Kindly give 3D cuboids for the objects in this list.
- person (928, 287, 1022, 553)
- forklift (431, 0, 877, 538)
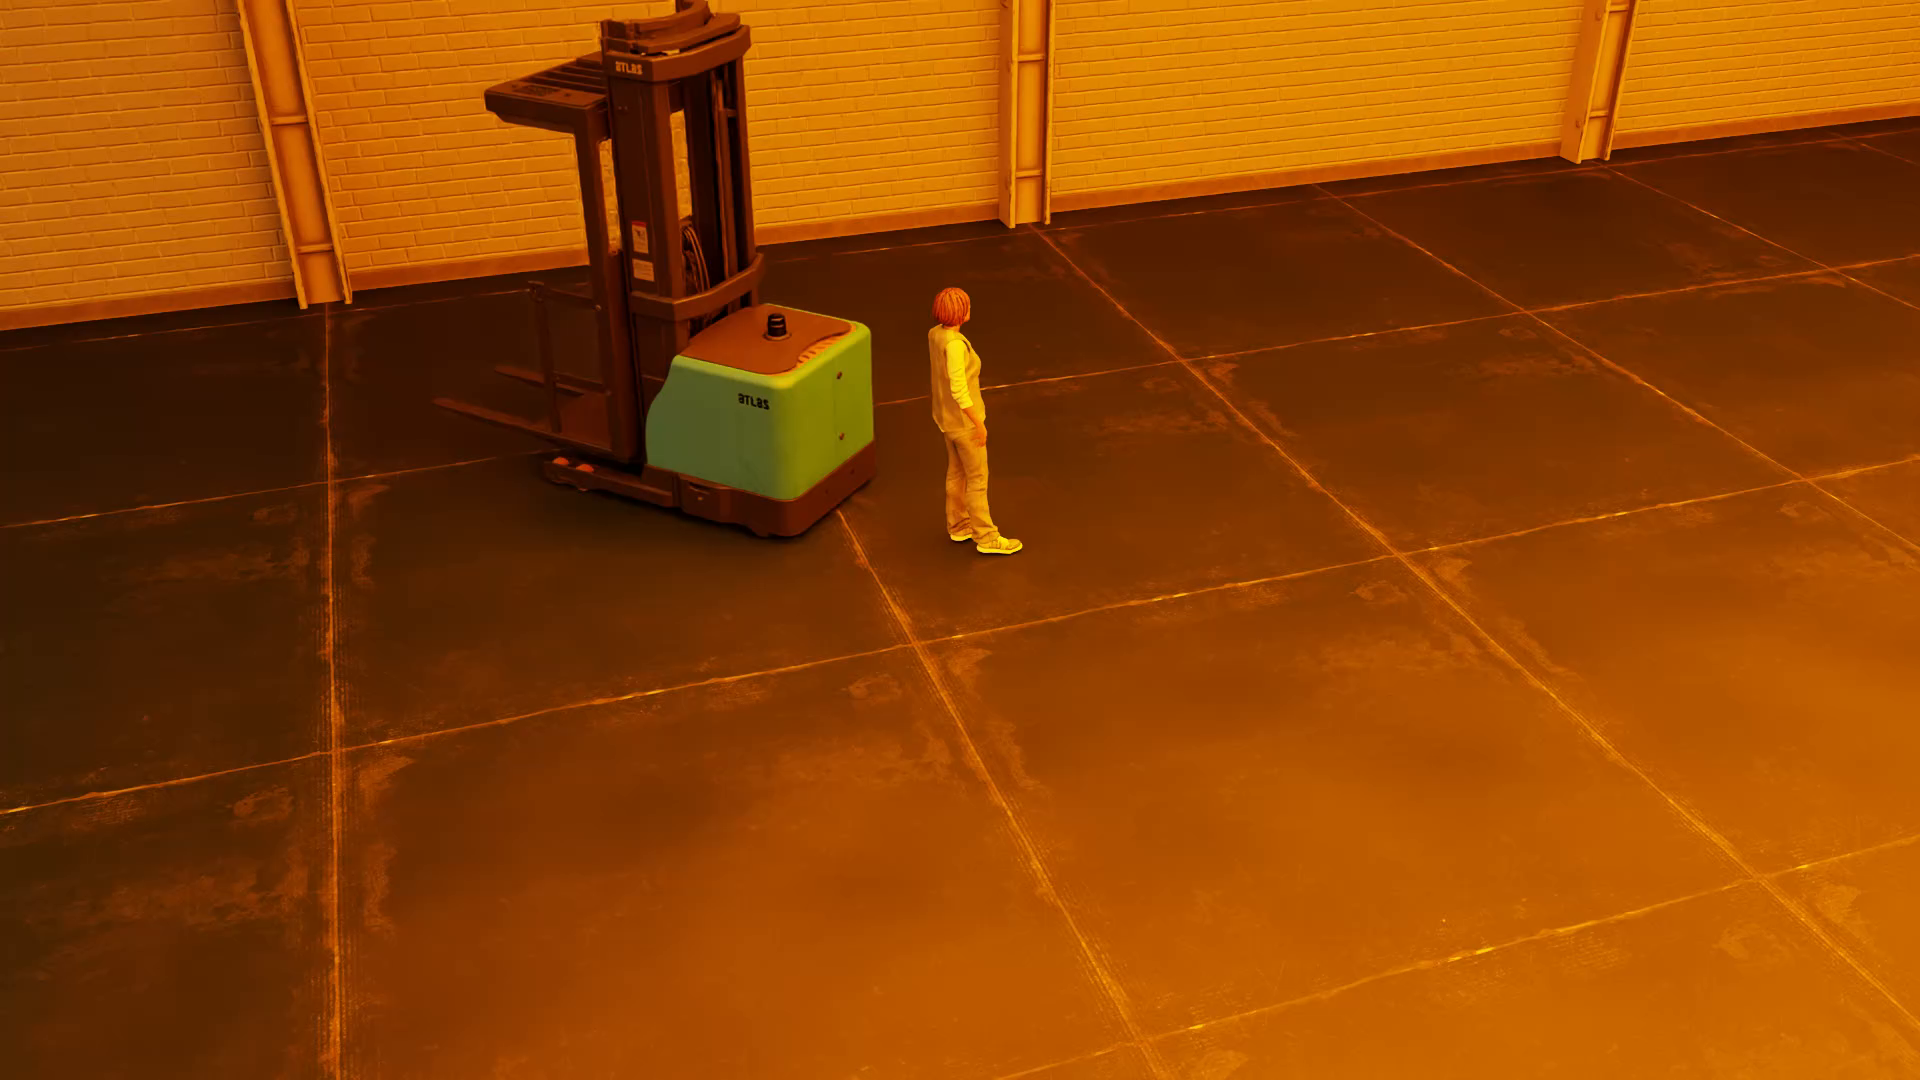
[{"bbox_3d":[0.075,-0.704,9.632,0.474,1.598,0.519,-10,31,-16],"label":"person"},{"bbox_3d":[-2.075,-1.798,10.212,3.031,2.935,1.130,15,33,24],"label":"forklift"}]
